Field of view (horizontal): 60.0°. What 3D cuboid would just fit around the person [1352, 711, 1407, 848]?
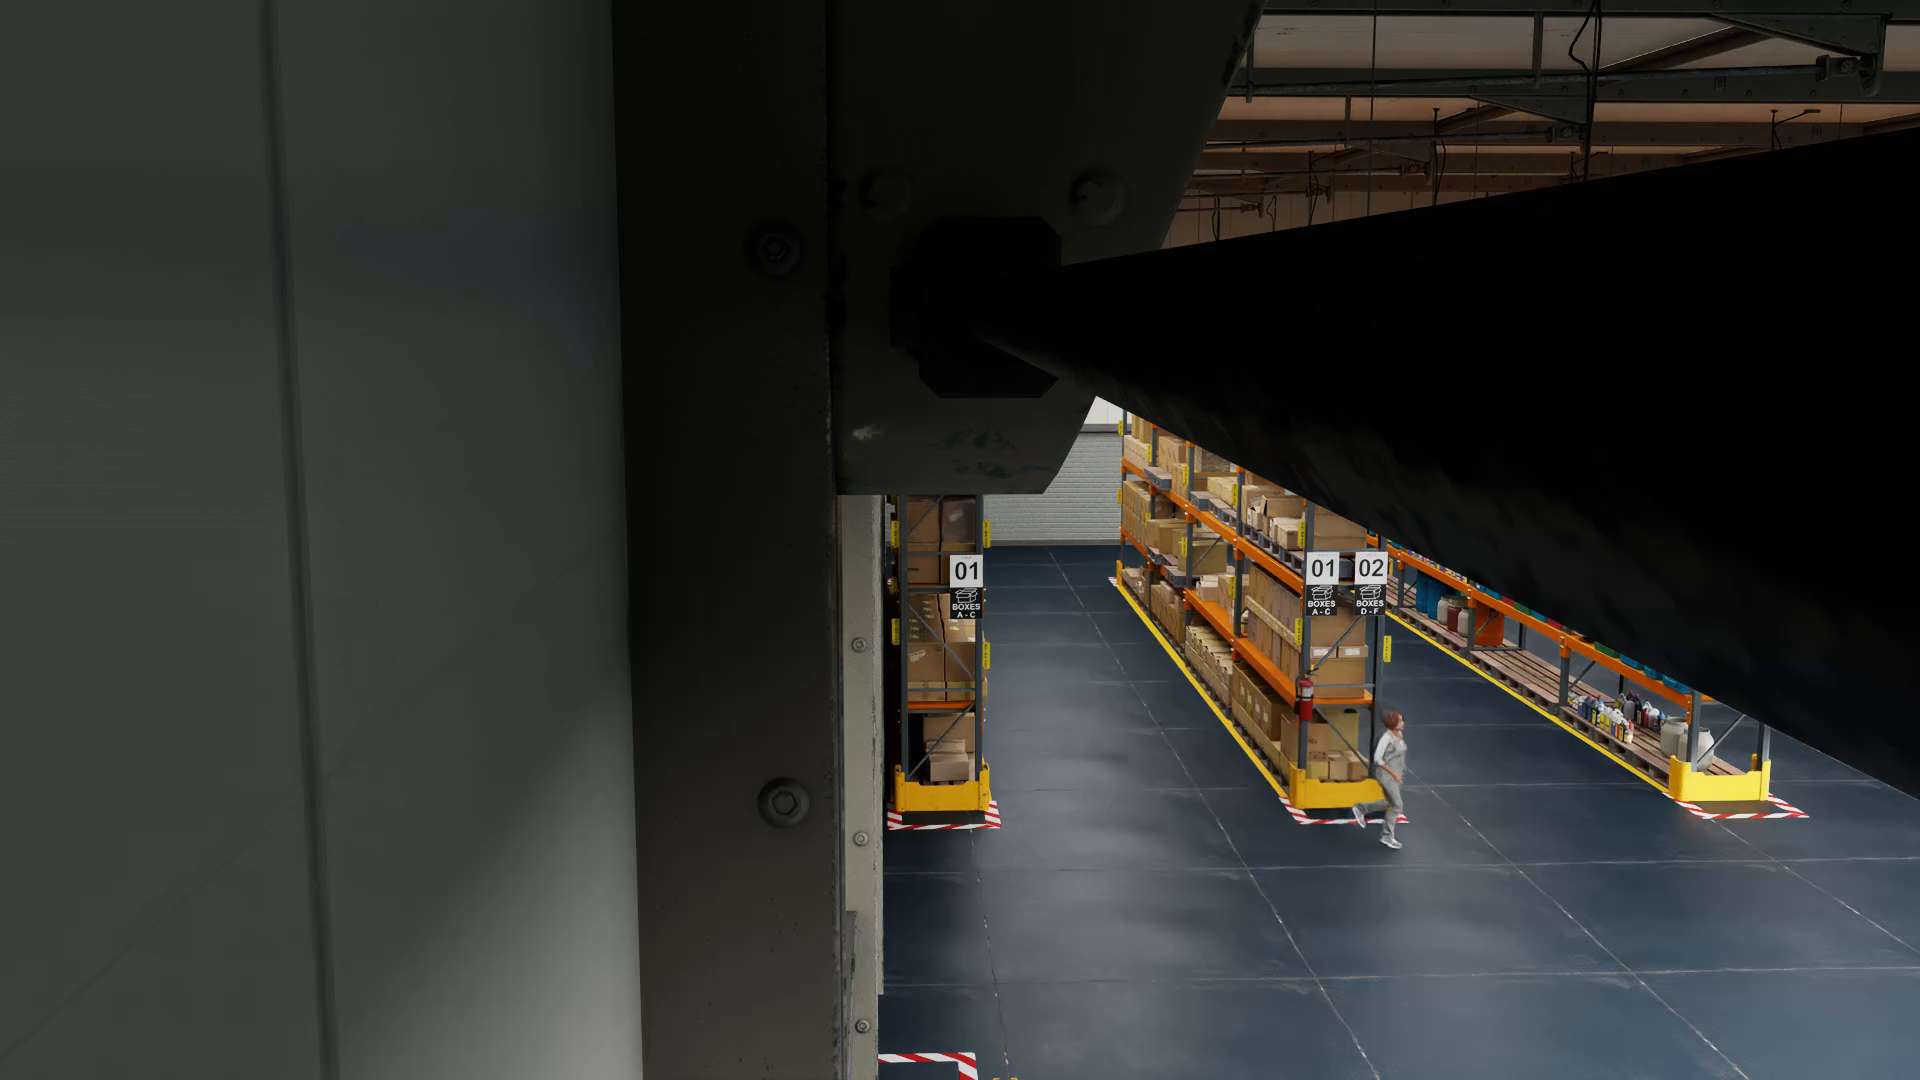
[{"bbox_3d":[4.873,2.740,19.267,0.631,1.592,0.554,5,10,33],"label":"person"}]

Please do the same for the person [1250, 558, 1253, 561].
[{"bbox_3d":[6.251,0.447,33.883,0.687,1.796,0.903,-2,9,-14],"label":"person"}]
